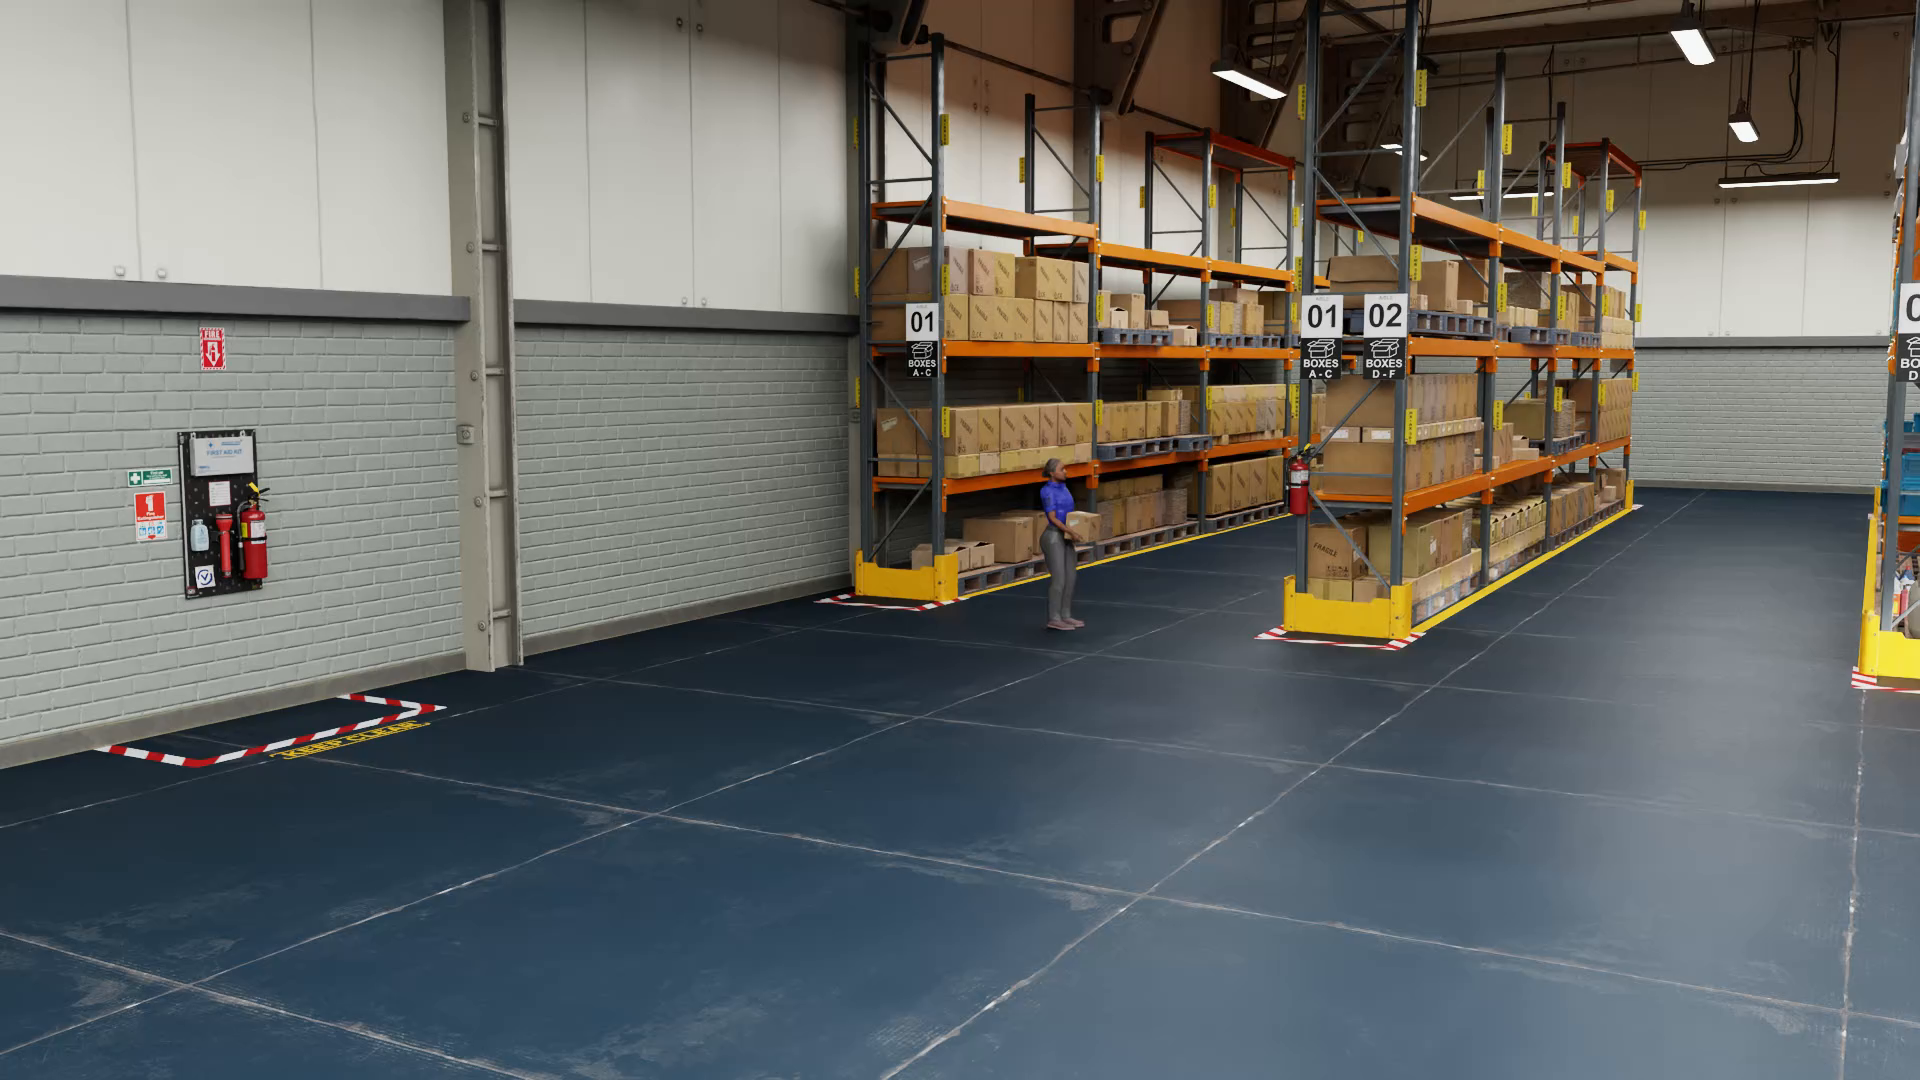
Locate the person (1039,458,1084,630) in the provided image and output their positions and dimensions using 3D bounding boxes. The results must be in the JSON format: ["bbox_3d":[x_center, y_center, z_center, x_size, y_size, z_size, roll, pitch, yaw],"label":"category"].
[{"bbox_3d":[1.021,0.036,16.105,0.517,1.648,0.451,3,7,30],"label":"person"}]
